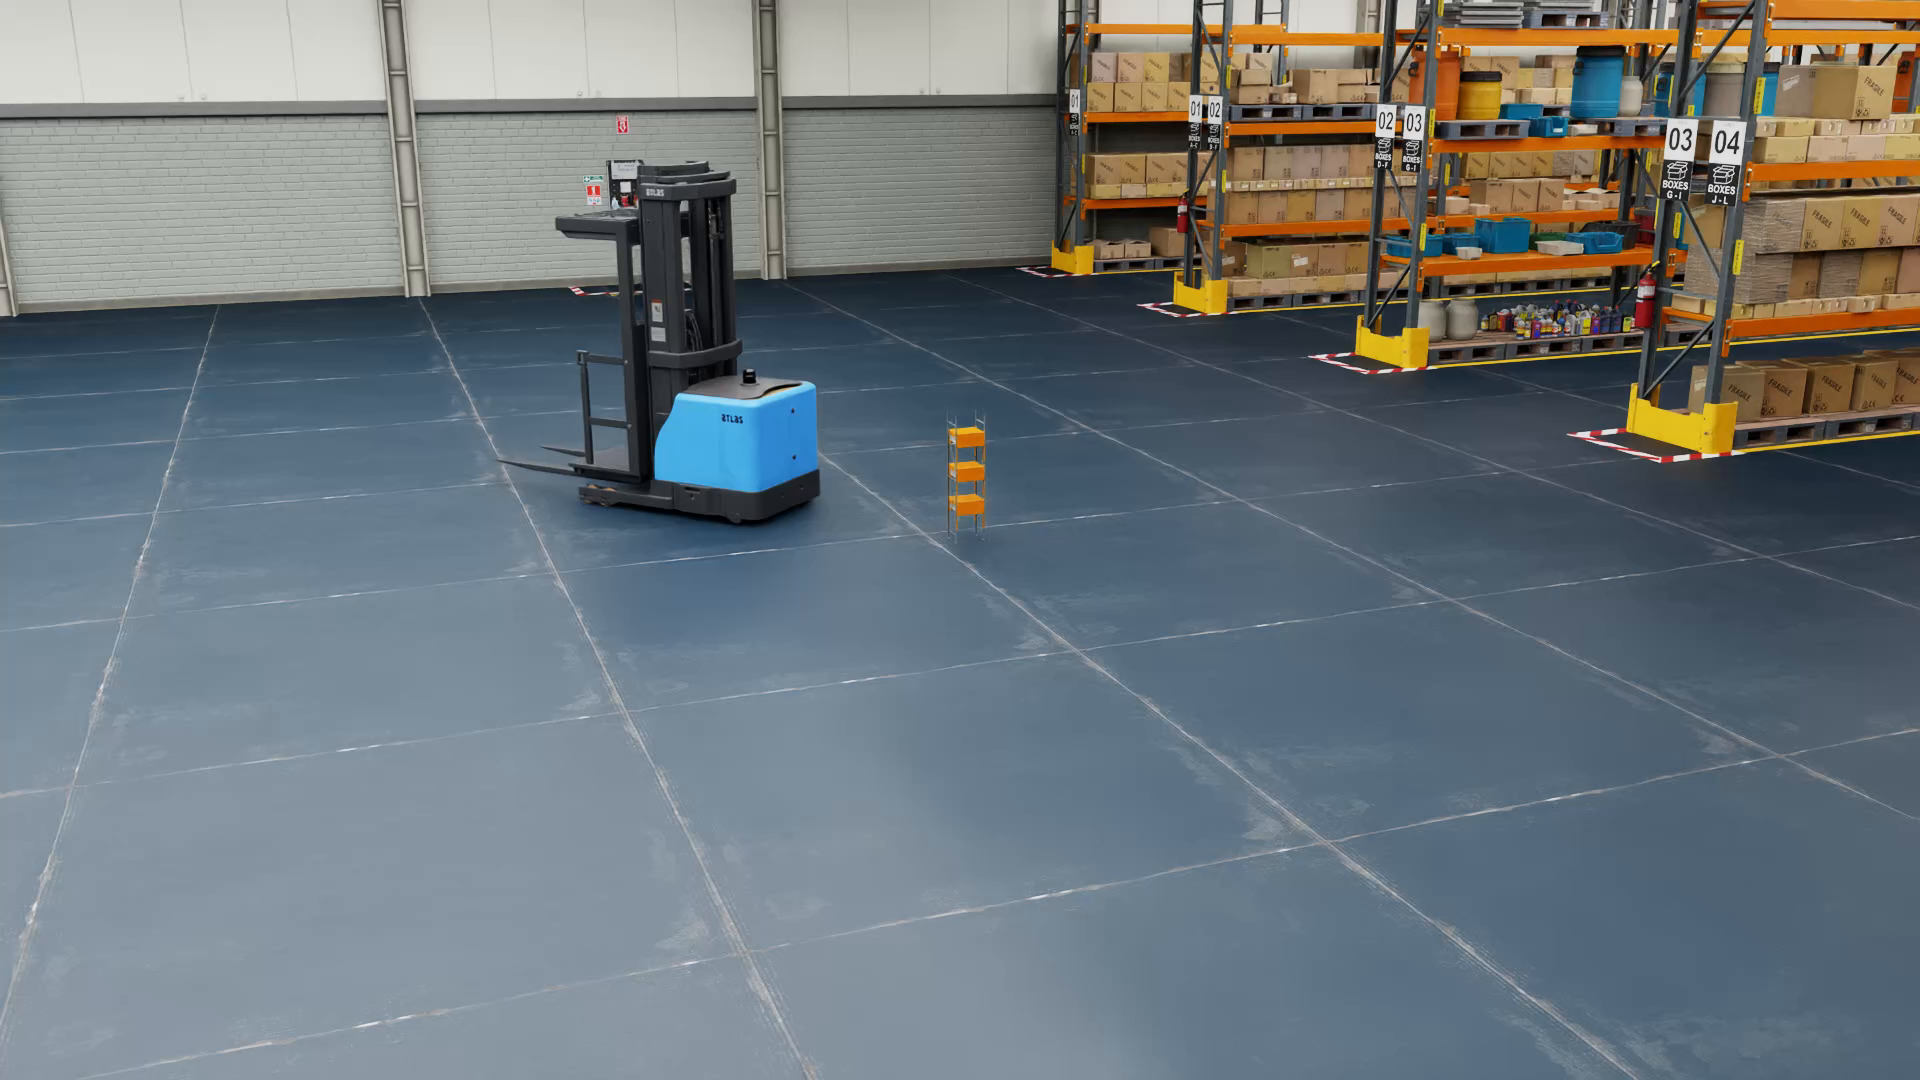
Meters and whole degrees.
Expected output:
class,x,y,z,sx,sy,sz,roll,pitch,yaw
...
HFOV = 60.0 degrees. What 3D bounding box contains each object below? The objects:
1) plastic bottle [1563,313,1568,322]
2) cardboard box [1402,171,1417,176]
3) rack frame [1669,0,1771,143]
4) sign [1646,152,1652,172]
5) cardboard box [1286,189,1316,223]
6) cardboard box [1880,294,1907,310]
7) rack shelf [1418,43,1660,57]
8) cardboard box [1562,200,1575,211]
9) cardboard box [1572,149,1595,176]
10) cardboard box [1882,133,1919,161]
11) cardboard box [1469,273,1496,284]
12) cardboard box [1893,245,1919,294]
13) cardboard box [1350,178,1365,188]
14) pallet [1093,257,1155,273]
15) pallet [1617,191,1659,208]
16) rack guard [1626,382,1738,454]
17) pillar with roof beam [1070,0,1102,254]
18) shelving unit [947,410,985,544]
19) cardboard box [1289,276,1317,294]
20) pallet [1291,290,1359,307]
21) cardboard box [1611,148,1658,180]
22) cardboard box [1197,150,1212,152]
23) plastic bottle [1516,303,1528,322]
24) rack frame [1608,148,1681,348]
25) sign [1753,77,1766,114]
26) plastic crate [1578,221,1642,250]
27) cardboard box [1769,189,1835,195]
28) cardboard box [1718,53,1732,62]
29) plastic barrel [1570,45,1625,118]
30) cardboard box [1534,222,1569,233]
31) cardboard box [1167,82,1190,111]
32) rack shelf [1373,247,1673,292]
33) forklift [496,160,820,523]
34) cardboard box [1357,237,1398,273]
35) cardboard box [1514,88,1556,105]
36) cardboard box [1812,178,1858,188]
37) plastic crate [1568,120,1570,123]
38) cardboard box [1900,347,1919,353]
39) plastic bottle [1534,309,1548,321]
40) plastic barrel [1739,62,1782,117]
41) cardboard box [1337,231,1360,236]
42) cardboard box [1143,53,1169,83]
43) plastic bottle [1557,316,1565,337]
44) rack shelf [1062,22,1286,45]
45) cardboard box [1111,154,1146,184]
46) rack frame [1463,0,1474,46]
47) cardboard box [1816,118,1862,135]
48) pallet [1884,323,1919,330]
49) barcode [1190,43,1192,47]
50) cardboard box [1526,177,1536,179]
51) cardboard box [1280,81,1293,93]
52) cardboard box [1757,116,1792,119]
class,x,y,z,sx,sy,sz,roll,pitch,yaw
plastic bottle,8.085,-2.884,22.135,0.133,0.283,0.061,-6,17,-20
cardboard box,7.075,-6.084,26.512,0.500,0.500,0.700,-6,17,-20
rack frame,7.293,-5.328,15.772,0.127,3.000,1.000,-6,17,-20
sign,11.424,-6.273,27.581,0.005,0.325,0.100,-6,17,-20
cardboard box,5.147,-5.251,25.978,0.500,0.500,0.700,-6,17,-20
cardboard box,9.527,-2.486,17.187,0.250,0.149,0.380,-6,17,-20
rack shelf,9.355,-8.003,26.866,4.000,0.370,1.077,-6,17,-20
cardboard box,10.052,-5.599,27.788,0.250,0.149,0.380,-5,17,-16
cardboard box,12.368,-7.603,33.424,0.500,0.500,0.500,-6,17,-20
cardboard box,9.263,-3.954,16.682,0.500,0.250,0.500,-6,17,-18
cardboard box,8.430,-4.369,27.286,0.500,0.250,0.500,-6,17,-19
cardboard box,9.676,-2.897,17.433,0.500,0.500,0.875,-6,17,-20
cardboard box,6.124,-5.608,26.042,0.250,0.149,0.380,-6,17,-18
pallet,2.818,-5.102,30.597,1.213,0.211,1.003,-6,17,-20
pallet,11.830,-5.858,28.563,1.003,0.211,1.213,-6,17,-20
rack guard,7.364,-1.258,16.995,0.348,0.500,1.175,-6,17,-20
pillar with roof beam,3.860,-8.403,26.244,0.400,9.000,9.100,-6,17,-20
shelving unit,0.050,-0.509,13.469,0.252,1.050,0.215,-6,17,-20
cardboard box,5.265,-4.036,26.153,0.500,0.250,0.500,-6,17,-20
pallet,5.588,-3.929,26.602,1.213,0.211,1.003,-6,17,-20
cardboard box,13.694,-7.764,34.180,0.700,0.700,0.980,-6,17,-19
cardboard box,4.713,-7.017,31.068,0.500,0.500,0.500,-6,17,-20
plastic bottle,7.607,-3.043,22.559,0.185,0.351,0.144,-5,17,-18
rack frame,9.256,-4.156,22.428,0.127,3.000,1.000,-6,17,-20
sign,7.487,-4.166,15.585,0.005,0.325,0.100,-6,17,-20
plastic crate,8.722,-4.107,22.371,0.504,0.338,0.767,-6,17,-20
cardboard box,8.651,-3.342,17.176,0.500,0.500,0.500,-6,17,-20
cardboard box,15.375,-9.701,33.999,0.500,0.500,0.500,-7,18,-23
plastic barrel,8.288,-5.965,21.630,0.708,0.901,0.600,-6,17,-20
cardboard box,11.792,-6.549,33.647,0.750,0.750,0.750,-6,17,-18
cardboard box,3.868,-7.982,29.919,0.500,0.500,0.500,-5,17,-17
rack shelf,7.388,-3.609,21.843,4.000,0.370,1.077,-6,17,-20
forklift,-2.786,-1.819,14.591,3.031,2.935,1.130,8,18,26
cardboard box,6.661,-4.550,26.573,0.500,0.500,0.500,-6,17,-20
cardboard box,9.294,-7.205,27.008,0.500,0.250,0.500,-8,18,-25
cardboard box,15.531,-6.294,29.531,0.500,0.500,0.500,-6,17,-19
plastic crate,7.685,-5.406,21.737,0.450,0.188,0.336,-6,17,-20
cardboard box,10.640,-1.825,18.182,0.500,0.500,0.500,-7,18,-22
plastic bottle,7.857,-2.990,22.509,0.135,0.276,0.152,-6,17,-20
plastic barrel,10.875,-6.076,22.753,0.708,0.901,0.600,-6,17,-20
cardboard box,7.348,-5.959,32.223,0.500,0.500,0.700,-6,17,-19
cardboard box,3.384,-8.403,29.578,0.500,0.500,0.500,-6,17,-19
plastic bottle,7.928,-2.821,21.942,0.097,0.271,0.097,0,16,0
rack shelf,3.843,-9.093,29.874,4.000,0.370,1.077,-6,17,-20
cardboard box,2.994,-6.673,29.899,0.500,0.500,0.500,-6,17,-20
rack frame,9.446,-10.045,31.832,0.127,3.000,1.000,-6,17,-20
cardboard box,8.610,-4.066,16.355,0.250,0.149,0.380,-6,17,-20
pallet,13.712,-3.312,24.502,1.213,0.211,1.003,-6,17,-20
barcode,4.259,-9.087,30.522,0.075,0.075,0.001,-6,17,-20
cardboard box,11.265,-7.185,33.152,0.250,0.149,0.380,-6,17,-20
cardboard box,5.252,-6.963,25.827,0.500,0.311,0.500,-4,17,-14
cardboard box,8.168,-4.202,16.818,0.250,0.149,0.380,-6,17,-20
